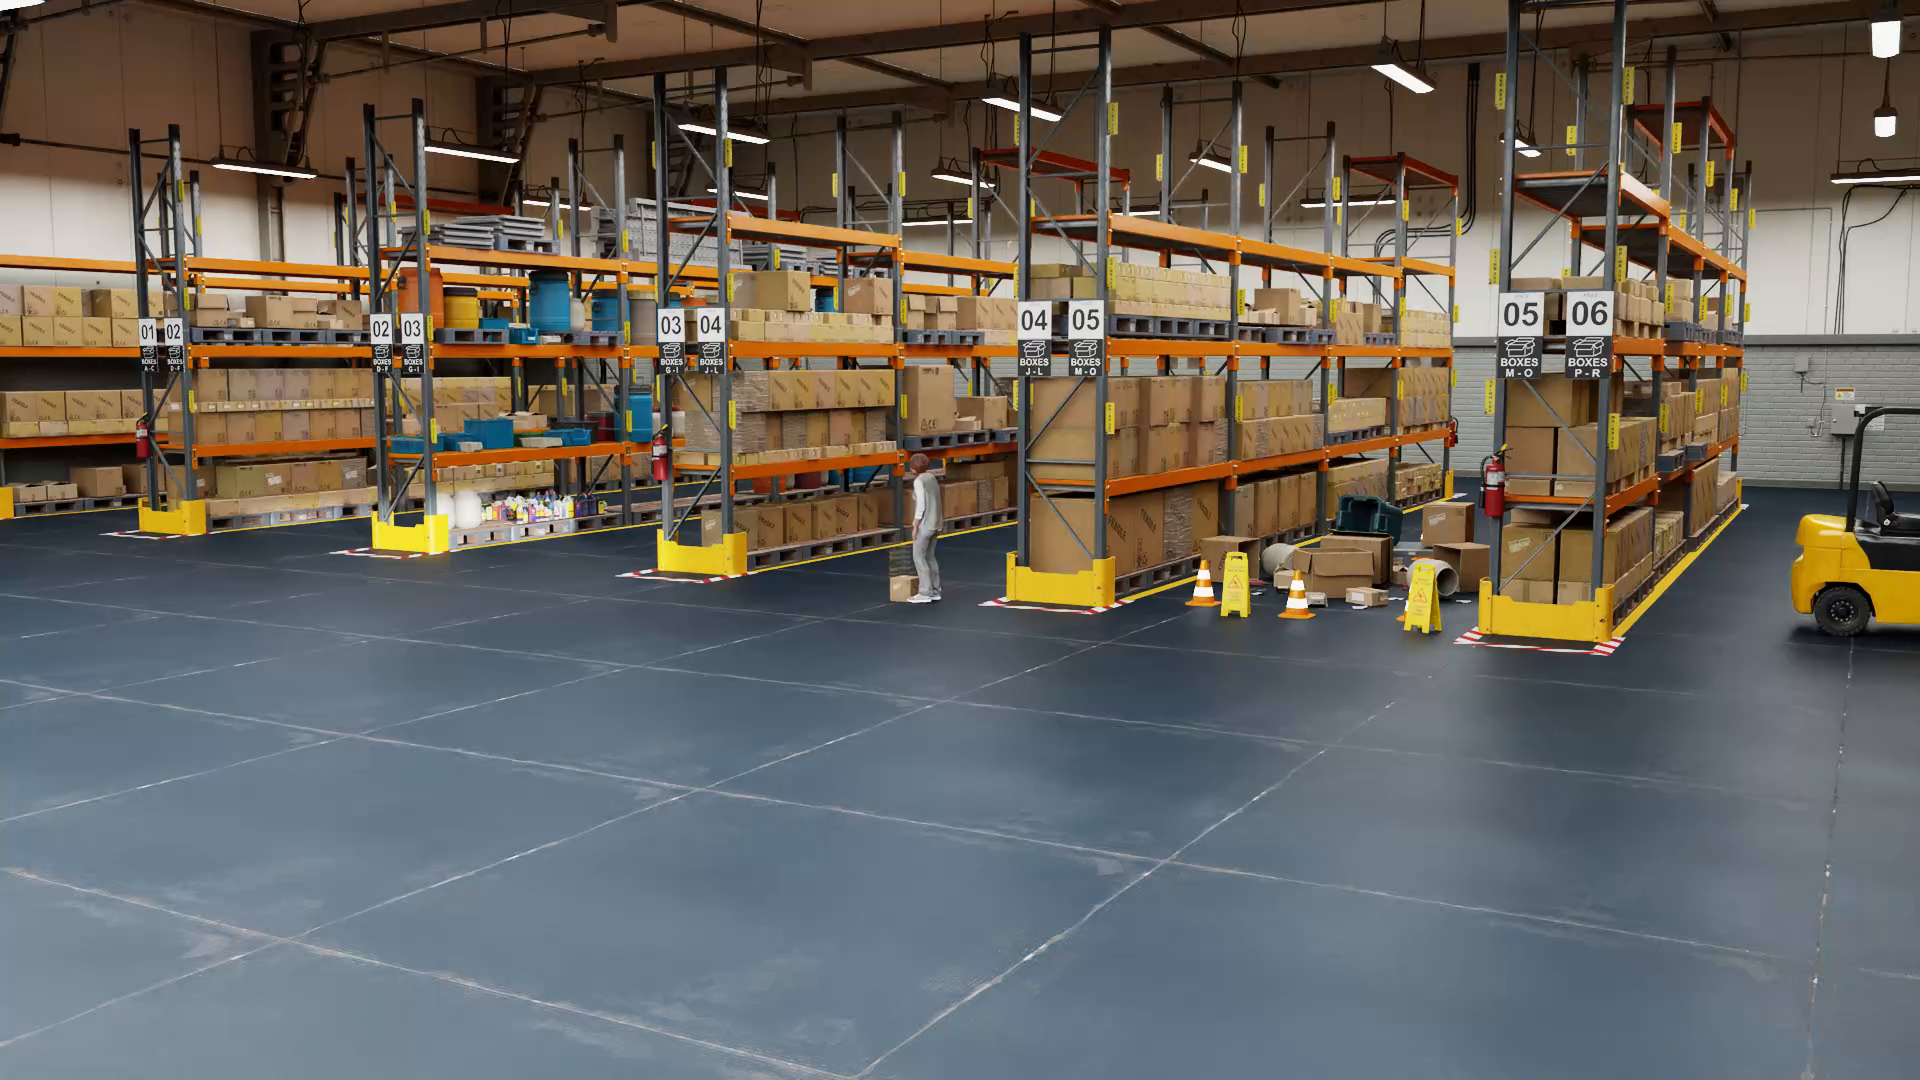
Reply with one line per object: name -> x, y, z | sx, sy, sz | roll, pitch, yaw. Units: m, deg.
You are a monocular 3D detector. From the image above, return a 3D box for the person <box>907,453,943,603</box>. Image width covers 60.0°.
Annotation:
person -> -0.367, -0.129, 17.768 | 0.344, 1.593, 0.485 | 3, 7, 25
